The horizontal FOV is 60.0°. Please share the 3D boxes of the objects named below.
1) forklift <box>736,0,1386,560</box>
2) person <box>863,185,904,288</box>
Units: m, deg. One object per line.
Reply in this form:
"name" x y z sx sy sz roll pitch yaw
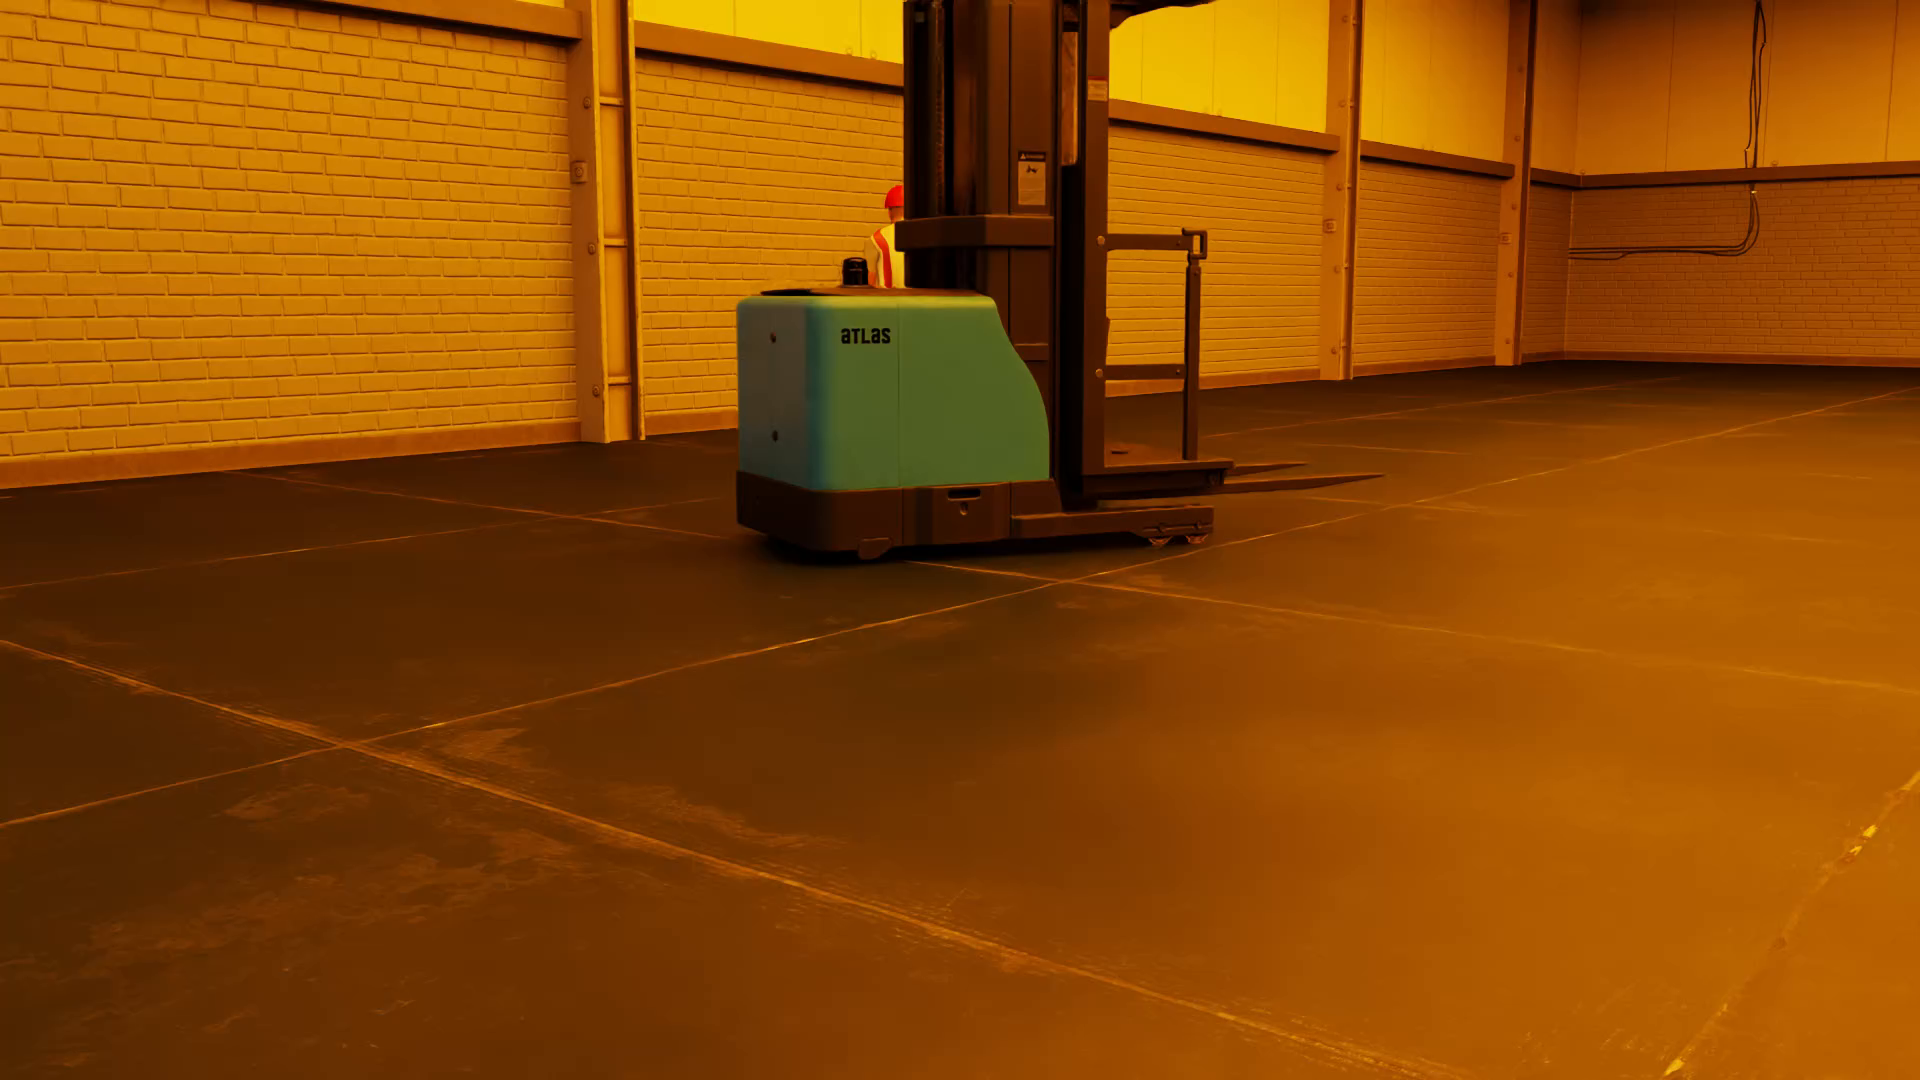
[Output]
"forklift" 0.556 -1.493 7.486 3.031 2.935 1.130 -4 9 -26
"person" -0.345 -1.372 10.653 0.615 1.778 0.453 -1 8 -7
